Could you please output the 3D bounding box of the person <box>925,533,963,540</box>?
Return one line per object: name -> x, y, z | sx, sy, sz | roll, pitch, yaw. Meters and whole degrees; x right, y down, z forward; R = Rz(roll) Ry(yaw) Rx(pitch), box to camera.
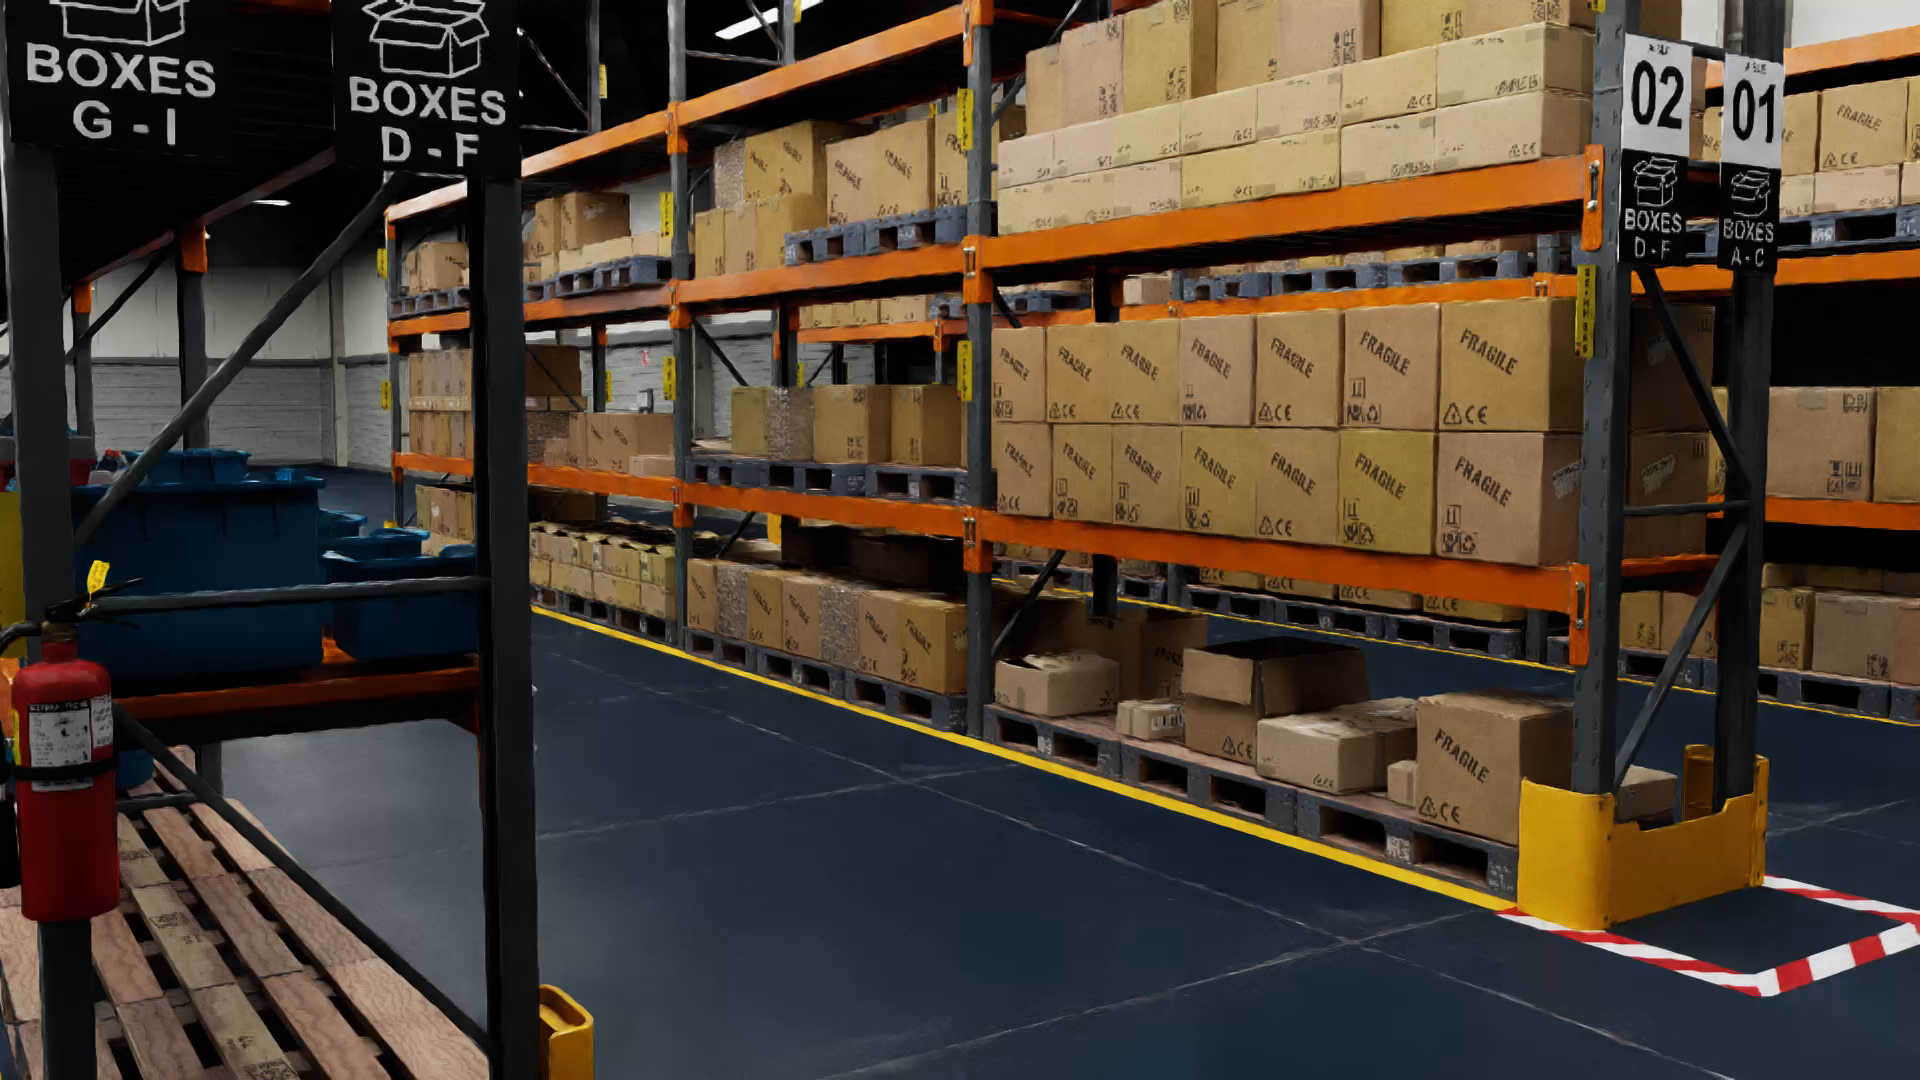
person -> -0.089, -0.094, 14.483 | 0.432, 1.545, 0.921 | 0, 5, -2
